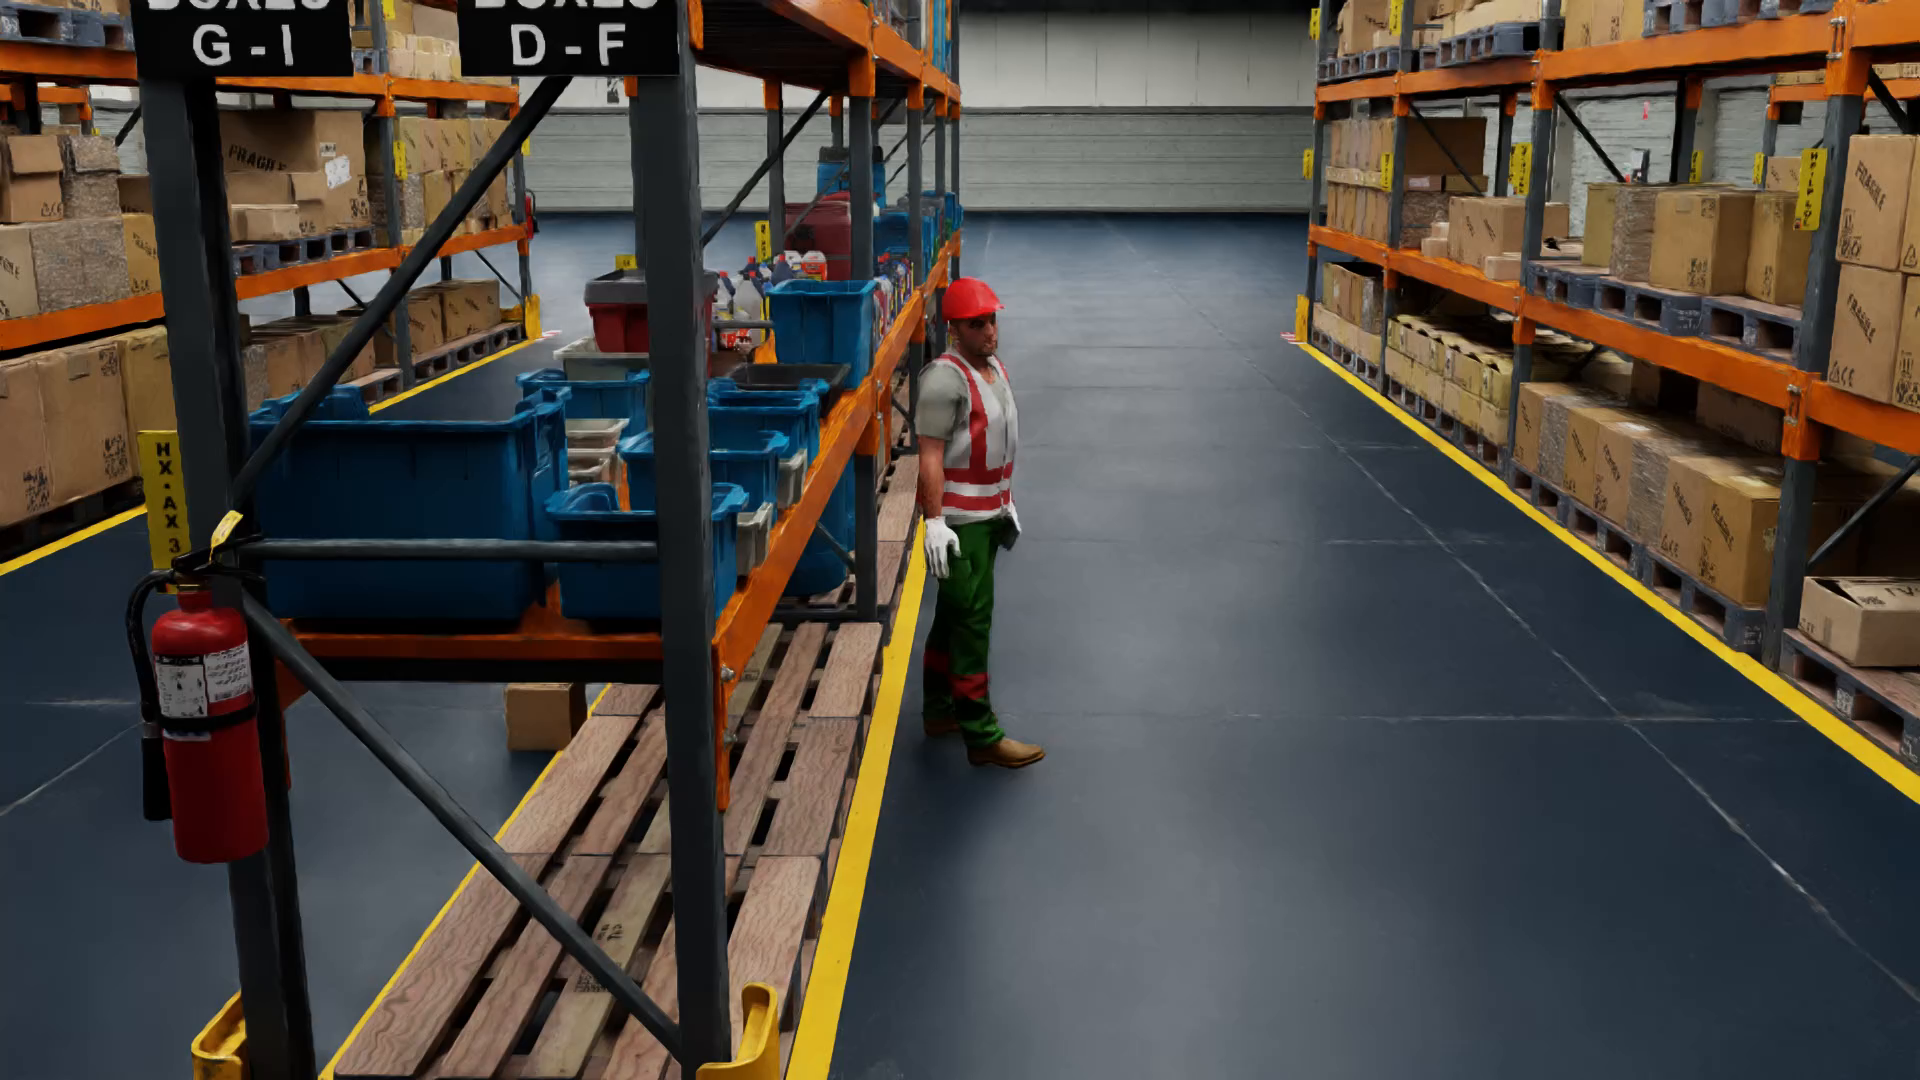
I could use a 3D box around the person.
[{"bbox_3d":[0.076,-0.065,6.107,0.580,1.787,0.678,5,15,21],"label":"person"}]
